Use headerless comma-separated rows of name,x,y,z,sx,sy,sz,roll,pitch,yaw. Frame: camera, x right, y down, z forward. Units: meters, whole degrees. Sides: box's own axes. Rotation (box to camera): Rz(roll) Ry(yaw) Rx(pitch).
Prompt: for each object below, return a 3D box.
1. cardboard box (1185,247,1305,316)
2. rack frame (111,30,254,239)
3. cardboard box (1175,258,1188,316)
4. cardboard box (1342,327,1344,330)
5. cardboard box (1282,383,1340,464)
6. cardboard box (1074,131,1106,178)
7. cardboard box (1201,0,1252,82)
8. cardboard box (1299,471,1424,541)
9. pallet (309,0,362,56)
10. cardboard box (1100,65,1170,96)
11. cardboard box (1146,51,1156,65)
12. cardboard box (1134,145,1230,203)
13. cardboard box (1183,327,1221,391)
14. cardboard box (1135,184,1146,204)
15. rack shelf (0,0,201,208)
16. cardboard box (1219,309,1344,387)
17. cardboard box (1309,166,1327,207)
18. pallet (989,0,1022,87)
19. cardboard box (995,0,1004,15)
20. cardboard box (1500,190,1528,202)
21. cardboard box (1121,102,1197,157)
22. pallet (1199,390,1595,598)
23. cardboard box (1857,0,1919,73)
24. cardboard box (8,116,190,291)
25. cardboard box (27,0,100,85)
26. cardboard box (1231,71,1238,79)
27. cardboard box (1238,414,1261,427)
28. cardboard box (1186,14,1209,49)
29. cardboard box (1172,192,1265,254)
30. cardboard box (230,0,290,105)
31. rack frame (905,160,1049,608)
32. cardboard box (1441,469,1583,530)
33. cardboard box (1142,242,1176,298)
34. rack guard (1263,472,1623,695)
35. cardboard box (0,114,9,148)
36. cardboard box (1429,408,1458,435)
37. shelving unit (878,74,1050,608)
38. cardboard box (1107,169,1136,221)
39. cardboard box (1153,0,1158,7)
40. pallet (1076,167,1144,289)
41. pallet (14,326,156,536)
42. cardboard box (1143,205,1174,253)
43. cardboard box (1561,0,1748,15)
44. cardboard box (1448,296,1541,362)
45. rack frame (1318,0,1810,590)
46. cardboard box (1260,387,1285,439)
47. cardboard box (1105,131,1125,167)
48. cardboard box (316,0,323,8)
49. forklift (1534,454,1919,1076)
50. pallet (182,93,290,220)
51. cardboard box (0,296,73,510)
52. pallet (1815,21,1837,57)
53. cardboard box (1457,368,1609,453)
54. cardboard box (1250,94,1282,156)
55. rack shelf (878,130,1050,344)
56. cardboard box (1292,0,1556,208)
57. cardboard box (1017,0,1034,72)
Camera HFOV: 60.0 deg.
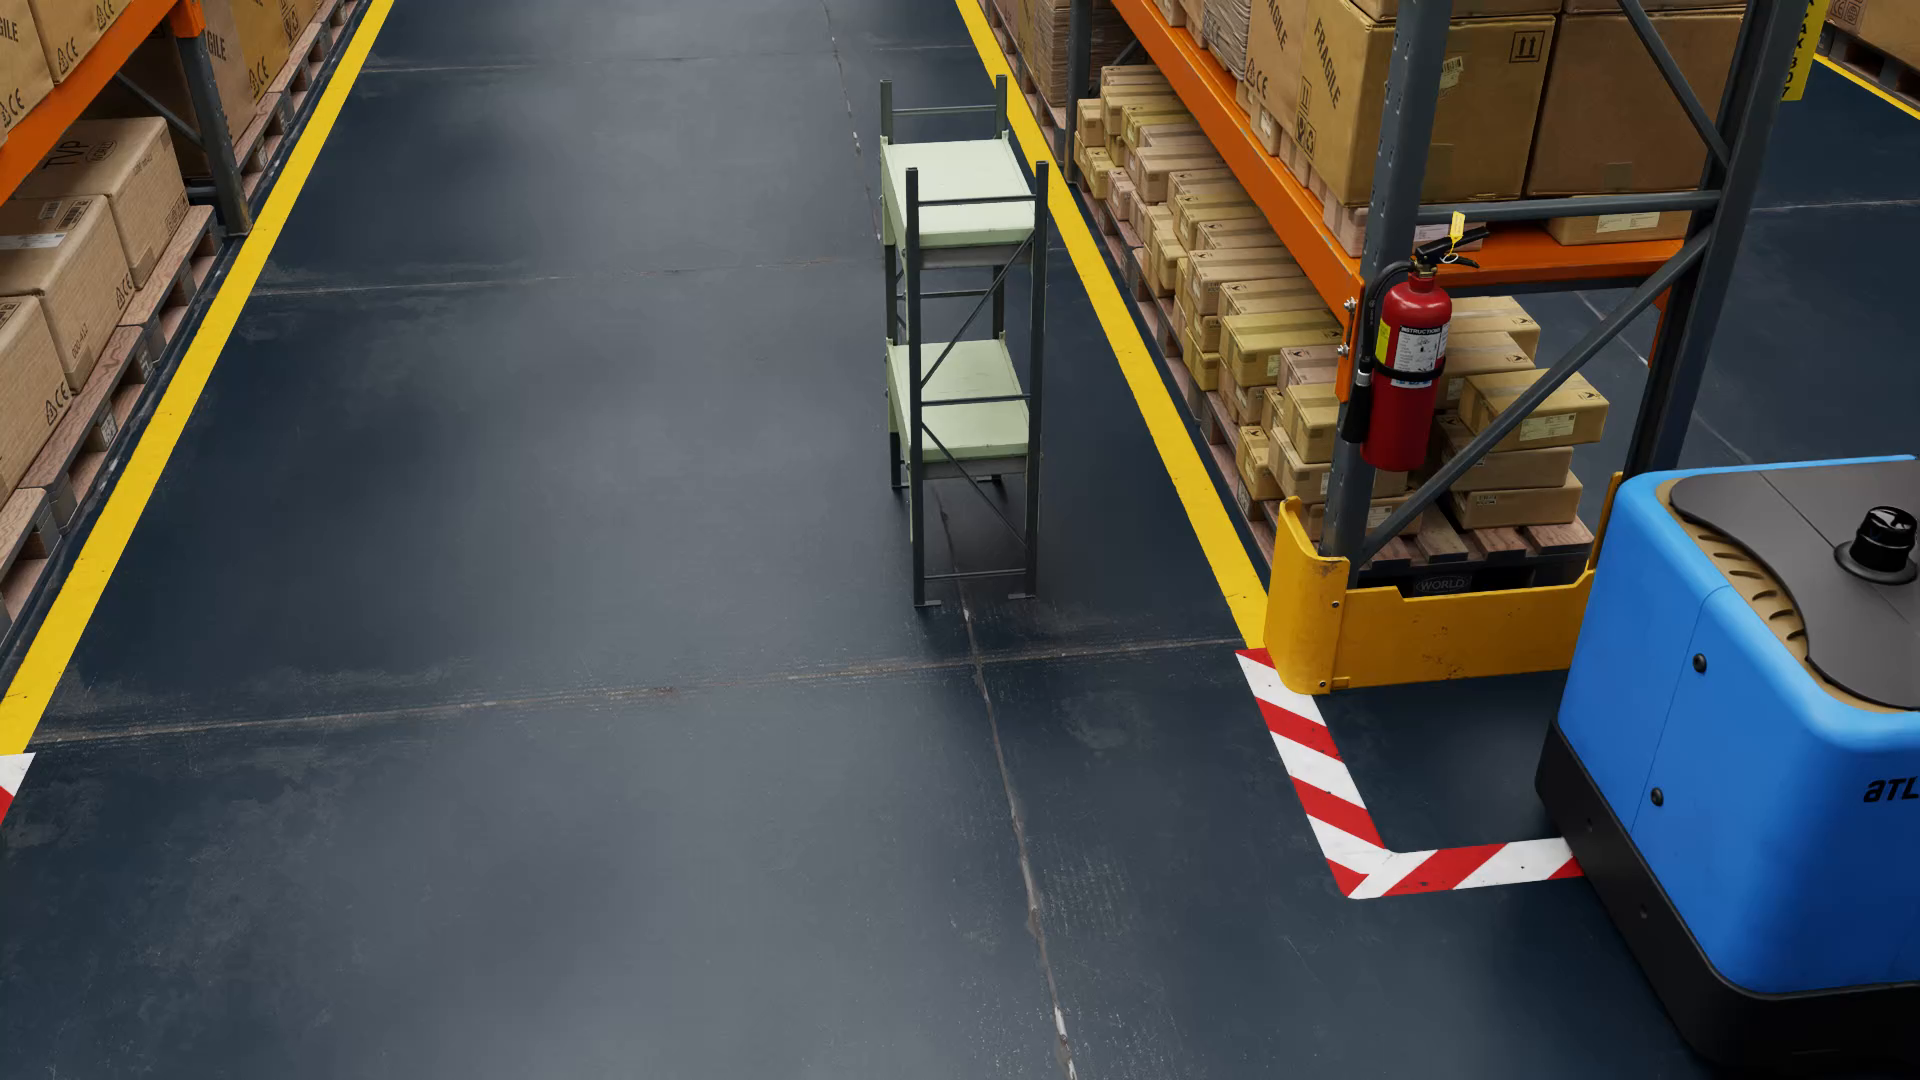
cardboard box,1.045,-0.953,6.115,0.380,0.149,0.250,-3,34,-5
rack frame,-3.862,-2.662,6.992,1.000,3.000,0.127,-4,35,-6
cardboard box,1.044,-0.974,6.411,0.380,0.149,0.250,-3,34,-4
cardboard box,1.208,-0.700,6.008,0.380,0.149,0.250,-5,35,-7
cardboard box,1.246,-0.378,5.272,0.380,0.149,0.250,-4,34,-6
cardboard box,0.761,-1.861,7.976,0.380,0.149,0.250,-6,35,-8
cardboard box,1.111,-1.826,5.413,0.500,0.500,0.500,-4,35,-6
cardboard box,1.290,-0.134,5.442,0.380,0.149,0.250,-4,34,-6
pallet,-4.368,-3.296,10.399,1.003,0.211,1.213,-4,35,-6
cardboard box,0.871,-2.126,7.837,0.380,0.149,0.250,-3,34,-4
cardboard box,1.193,-2.666,8.845,0.500,0.500,0.500,-3,34,-5
cardboard box,0.943,-1.539,6.975,0.380,0.149,0.250,-4,34,-5
cardboard box,1.063,-0.698,6.270,0.380,0.149,0.250,-6,35,-9
cardboard box,0.986,-1.566,7.279,0.380,0.149,0.250,-6,35,-9
rack shelf,-3.593,-1.248,5.557,1.077,0.370,4.000,-4,35,-6
cardboard box,1.108,-0.658,5.682,0.380,0.149,0.250,-5,35,-7
cardboard box,1.248,-1.059,4.864,0.380,0.149,0.250,-4,35,-6
pallet,0.756,-3.057,10.049,1.003,0.211,1.213,-4,35,-6
cardboard box,0.479,-3.485,10.047,0.500,0.500,0.500,-5,35,-8
cardboard box,1.774,-1.102,4.926,0.380,0.149,0.250,-3,34,-5
cardboard box,0.932,-1.831,7.403,0.380,0.149,0.250,-5,35,-7
pallet,1.483,-0.207,5.866,1.003,0.211,1.213,-4,35,-6
cardboard box,5.853,-3.063,9.095,1.225,0.875,0.875,-4,35,-6
cardboard box,-3.883,-1.418,7.069,0.875,0.438,0.875,-5,35,-7
cardboard box,-3.389,-1.897,5.782,0.500,0.500,0.500,-5,35,-7
cardboard box,1.158,-1.643,5.721,0.380,0.149,0.250,-6,35,-8
cardboard box,1.205,-0.424,5.867,0.380,0.149,0.250,-5,35,-7
cardboard box,1.051,-1.929,6.140,0.380,0.149,0.250,-3,34,-5
cardboard box,1.056,-1.252,6.554,0.380,0.149,0.250,-4,34,-6
cardboard box,-4.153,-2.801,8.710,0.875,0.875,0.875,-3,34,-5
rack frame,0.048,-0.419,5.033,0.400,1.500,0.023,-4,35,-6
cardboard box,1.815,-0.173,5.499,0.380,0.149,0.250,-4,34,-5
cardboard box,0.975,-1.140,6.918,0.380,0.149,0.250,-5,35,-8
rack guard,1.558,0.130,5.116,1.175,0.500,0.348,-4,35,-6
cardboard box,-3.250,-1.326,4.943,0.500,0.500,0.500,-5,35,-7
cardboard box,1.771,-0.448,5.638,0.380,0.149,0.250,-5,35,-7
shelving unit,-0.001,-0.623,5.333,0.431,1.500,0.755,-4,35,-6
cardboard box,0.881,-1.578,7.560,0.380,0.149,0.250,-5,35,-7
cardboard box,0.940,-2.225,6.575,0.380,0.149,0.250,-4,34,-5
pallet,1.155,-1.569,7.864,1.003,0.211,1.213,-4,35,-6
pallet,-3.669,-0.397,6.145,1.003,0.211,1.213,-4,35,-6
cardboard box,0.971,-1.265,6.838,0.380,0.149,0.250,-5,35,-7
cardboard box,1.771,-1.709,4.353,0.500,0.500,0.500,-5,35,-7
cardboard box,1.771,-0.715,5.766,0.380,0.149,0.250,-4,35,-7
rack frame,1.568,-0.861,4.350,1.000,3.000,0.127,-4,35,-6
cardboard box,1.232,-0.402,5.571,0.380,0.149,0.250,-5,35,-7
cardboard box,0.885,-1.850,7.696,0.380,0.149,0.250,-4,34,-6
cardboard box,-4.389,-3.798,10.173,0.875,0.875,0.875,-5,35,-7
forklift,3.150,-0.323,3.622,3.031,2.935,1.130,-4,34,-6
pallet,-4.040,-1.934,8.401,1.003,0.211,1.213,-4,35,-6
cardboard box,-3.643,-0.415,5.598,0.875,0.438,0.875,-3,34,-5
pallet,5.613,-3.367,10.503,1.003,0.211,1.213,-4,35,-6
cardboard box,1.834,-0.420,5.333,0.380,0.149,0.250,-6,35,-9
cardboard box,1.142,-1.339,5.274,0.380,0.149,0.250,-3,34,-5
rack shelf,-0.001,-0.946,5.113,0.431,0.370,0.720,-4,35,-6
cardboard box,1.252,-1.256,4.577,0.500,0.500,0.500,-4,34,-5
cardboard box,0.612,-2.914,9.209,0.500,0.500,0.500,-5,35,-8
